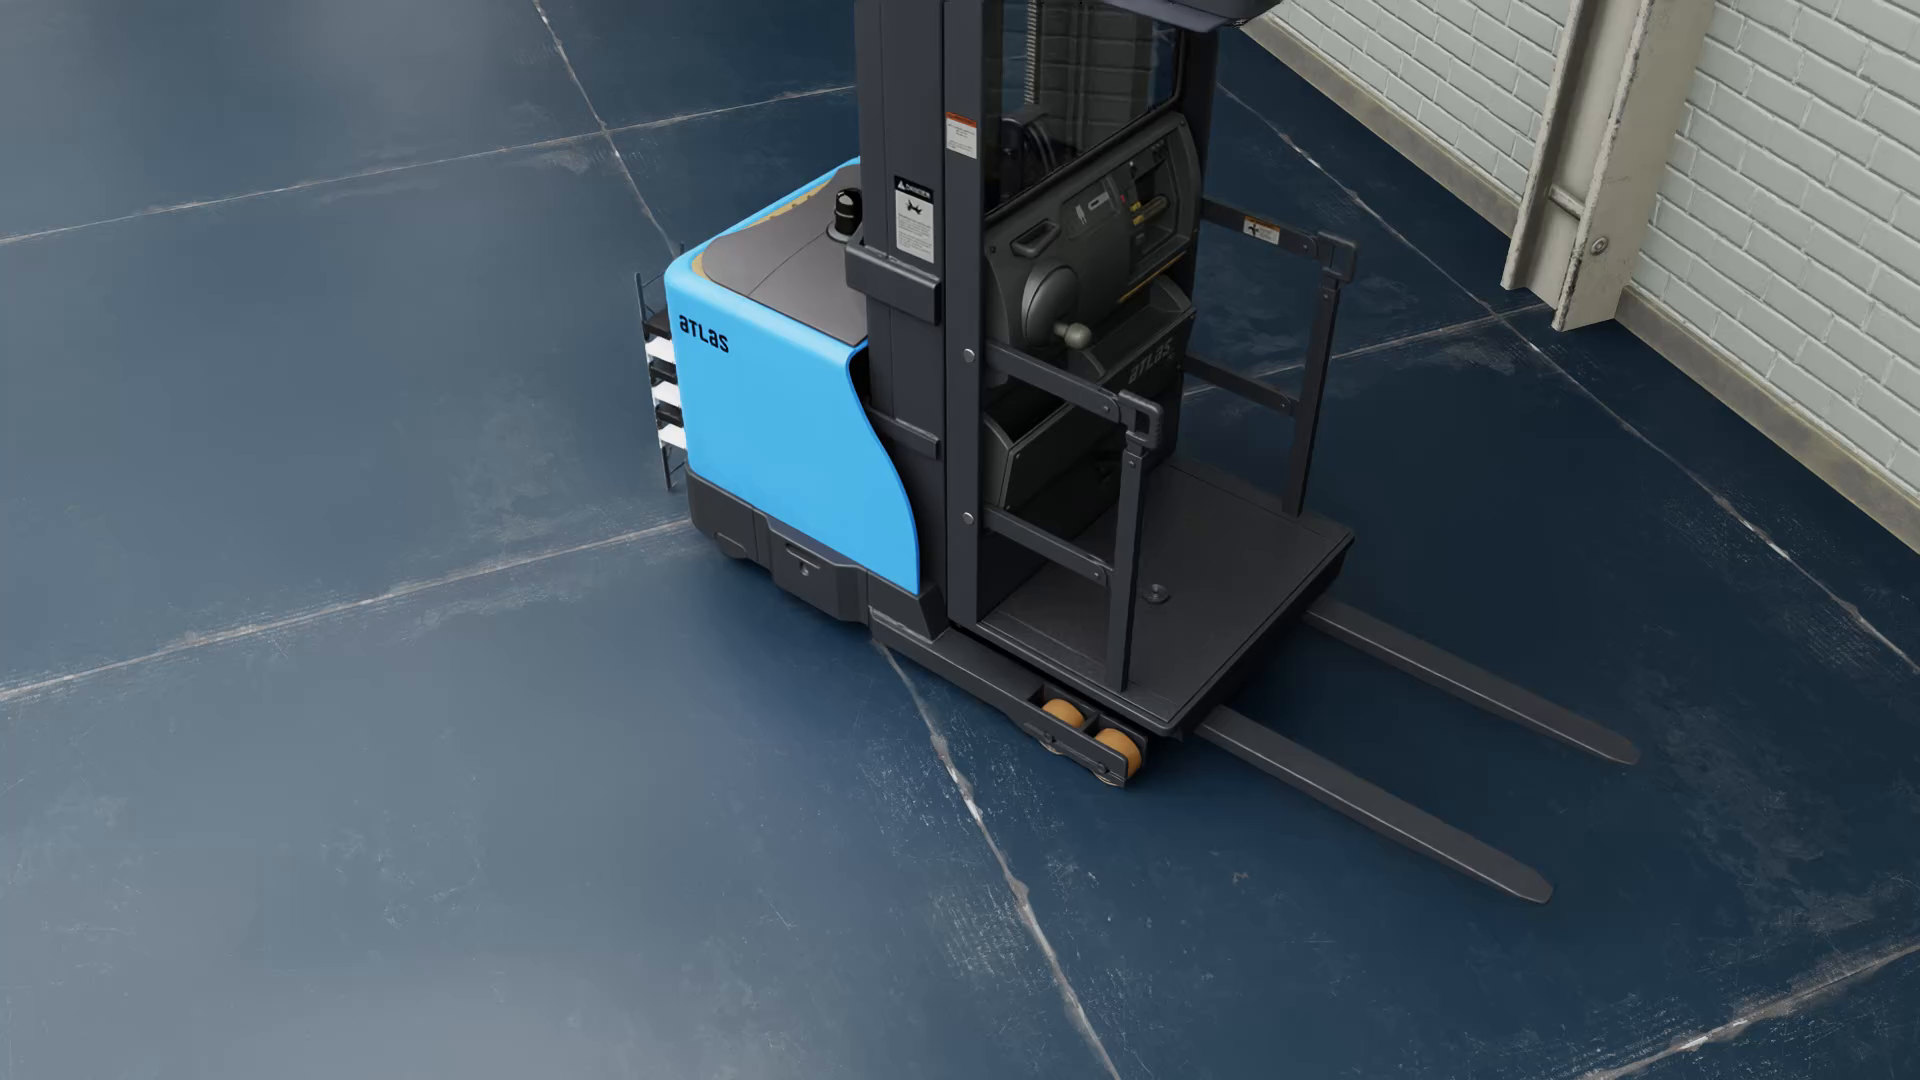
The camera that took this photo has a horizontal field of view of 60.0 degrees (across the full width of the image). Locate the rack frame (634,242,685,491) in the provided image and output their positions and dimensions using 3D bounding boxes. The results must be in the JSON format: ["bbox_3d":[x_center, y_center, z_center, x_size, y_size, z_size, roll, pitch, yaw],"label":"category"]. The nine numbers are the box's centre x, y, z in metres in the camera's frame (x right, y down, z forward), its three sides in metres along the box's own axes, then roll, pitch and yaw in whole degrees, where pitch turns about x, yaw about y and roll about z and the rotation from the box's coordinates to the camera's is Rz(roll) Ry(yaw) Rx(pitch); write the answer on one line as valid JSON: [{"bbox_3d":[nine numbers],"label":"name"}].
[{"bbox_3d":[-0.983,-0.582,5.736,0.006,0.900,0.240,23,46,24],"label":"rack frame"}]

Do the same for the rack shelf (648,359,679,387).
[{"bbox_3d":[-0.898,-0.588,5.657,0.200,0.077,0.258,23,46,24],"label":"rack shelf"}]

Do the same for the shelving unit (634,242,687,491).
[{"bbox_3d":[-0.897,-0.546,5.694,0.210,0.900,0.258,23,46,24],"label":"shelving unit"}]

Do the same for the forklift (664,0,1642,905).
[{"bbox_3d":[0.542,-0.783,4.412,3.031,2.935,1.130,27,48,28],"label":"forklift"}]

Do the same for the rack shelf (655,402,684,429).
[{"bbox_3d":[-0.897,-0.452,5.774,0.200,0.077,0.258,23,46,24],"label":"rack shelf"}]

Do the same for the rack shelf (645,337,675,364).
[{"bbox_3d":[-0.898,-0.657,5.598,0.200,0.077,0.258,23,46,24],"label":"rack shelf"}]

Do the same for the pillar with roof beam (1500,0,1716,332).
[{"bbox_3d":[-1.487,-3.337,2.729,9.100,9.000,0.400,-15,43,-17],"label":"pillar with roof beam"}]

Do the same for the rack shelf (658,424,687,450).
[{"bbox_3d":[-0.897,-0.384,5.833,0.200,0.077,0.258,23,46,24],"label":"rack shelf"}]

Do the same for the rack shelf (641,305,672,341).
[{"bbox_3d":[-0.898,-0.725,5.539,0.200,0.077,0.258,23,46,24],"label":"rack shelf"}]

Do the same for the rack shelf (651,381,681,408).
[{"bbox_3d":[-0.897,-0.520,5.715,0.200,0.077,0.258,23,46,24],"label":"rack shelf"}]
